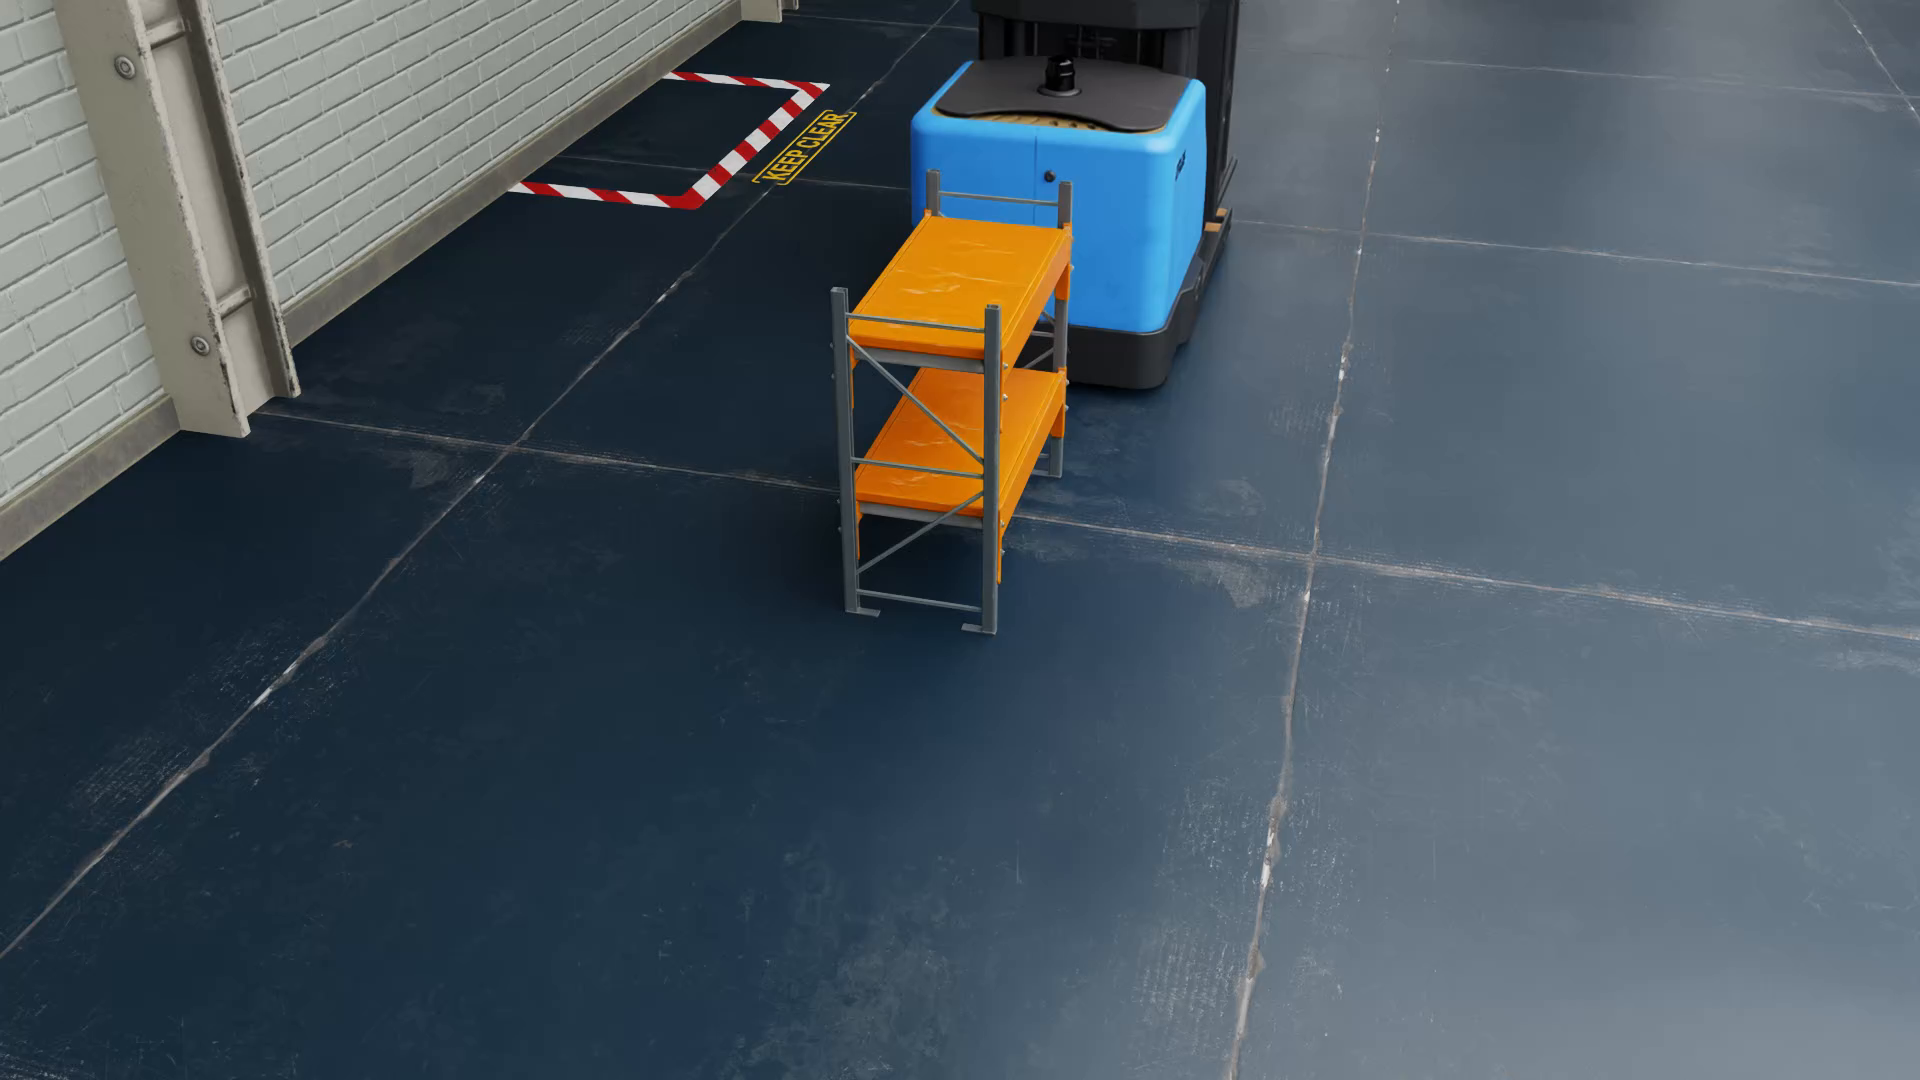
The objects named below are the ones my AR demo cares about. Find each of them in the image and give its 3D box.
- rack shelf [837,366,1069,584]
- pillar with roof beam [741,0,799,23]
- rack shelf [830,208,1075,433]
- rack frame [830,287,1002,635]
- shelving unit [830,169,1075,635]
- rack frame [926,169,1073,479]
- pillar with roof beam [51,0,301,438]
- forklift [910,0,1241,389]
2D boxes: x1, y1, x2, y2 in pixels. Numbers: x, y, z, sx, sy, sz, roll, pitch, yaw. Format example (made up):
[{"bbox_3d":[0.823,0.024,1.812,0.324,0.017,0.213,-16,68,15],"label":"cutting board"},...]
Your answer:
[{"bbox_3d":[0.002,-0.272,5.585,0.538,0.278,1.000,8,33,12],"label":"rack shelf"},{"bbox_3d":[2.842,-6.839,8.120,9.100,9.000,0.400,8,33,12],"label":"pillar with roof beam"},{"bbox_3d":[0.002,-0.725,5.297,0.538,0.278,1.000,8,33,12],"label":"rack shelf"},{"bbox_3d":[-0.127,-0.214,5.039,0.500,1.125,0.032,8,33,12],"label":"rack frame"},{"bbox_3d":[0.002,-0.478,5.454,0.538,1.125,1.048,8,33,12],"label":"shelving unit"},{"bbox_3d":[0.131,-0.742,5.869,0.500,1.125,0.032,8,33,12],"label":"rack frame"},{"bbox_3d":[1.320,-3.726,3.223,9.100,9.000,0.400,8,33,12],"label":"pillar with roof beam"},{"bbox_3d":[0.684,-2.614,7.129,1.130,2.935,3.031,9,33,13],"label":"forklift"}]
